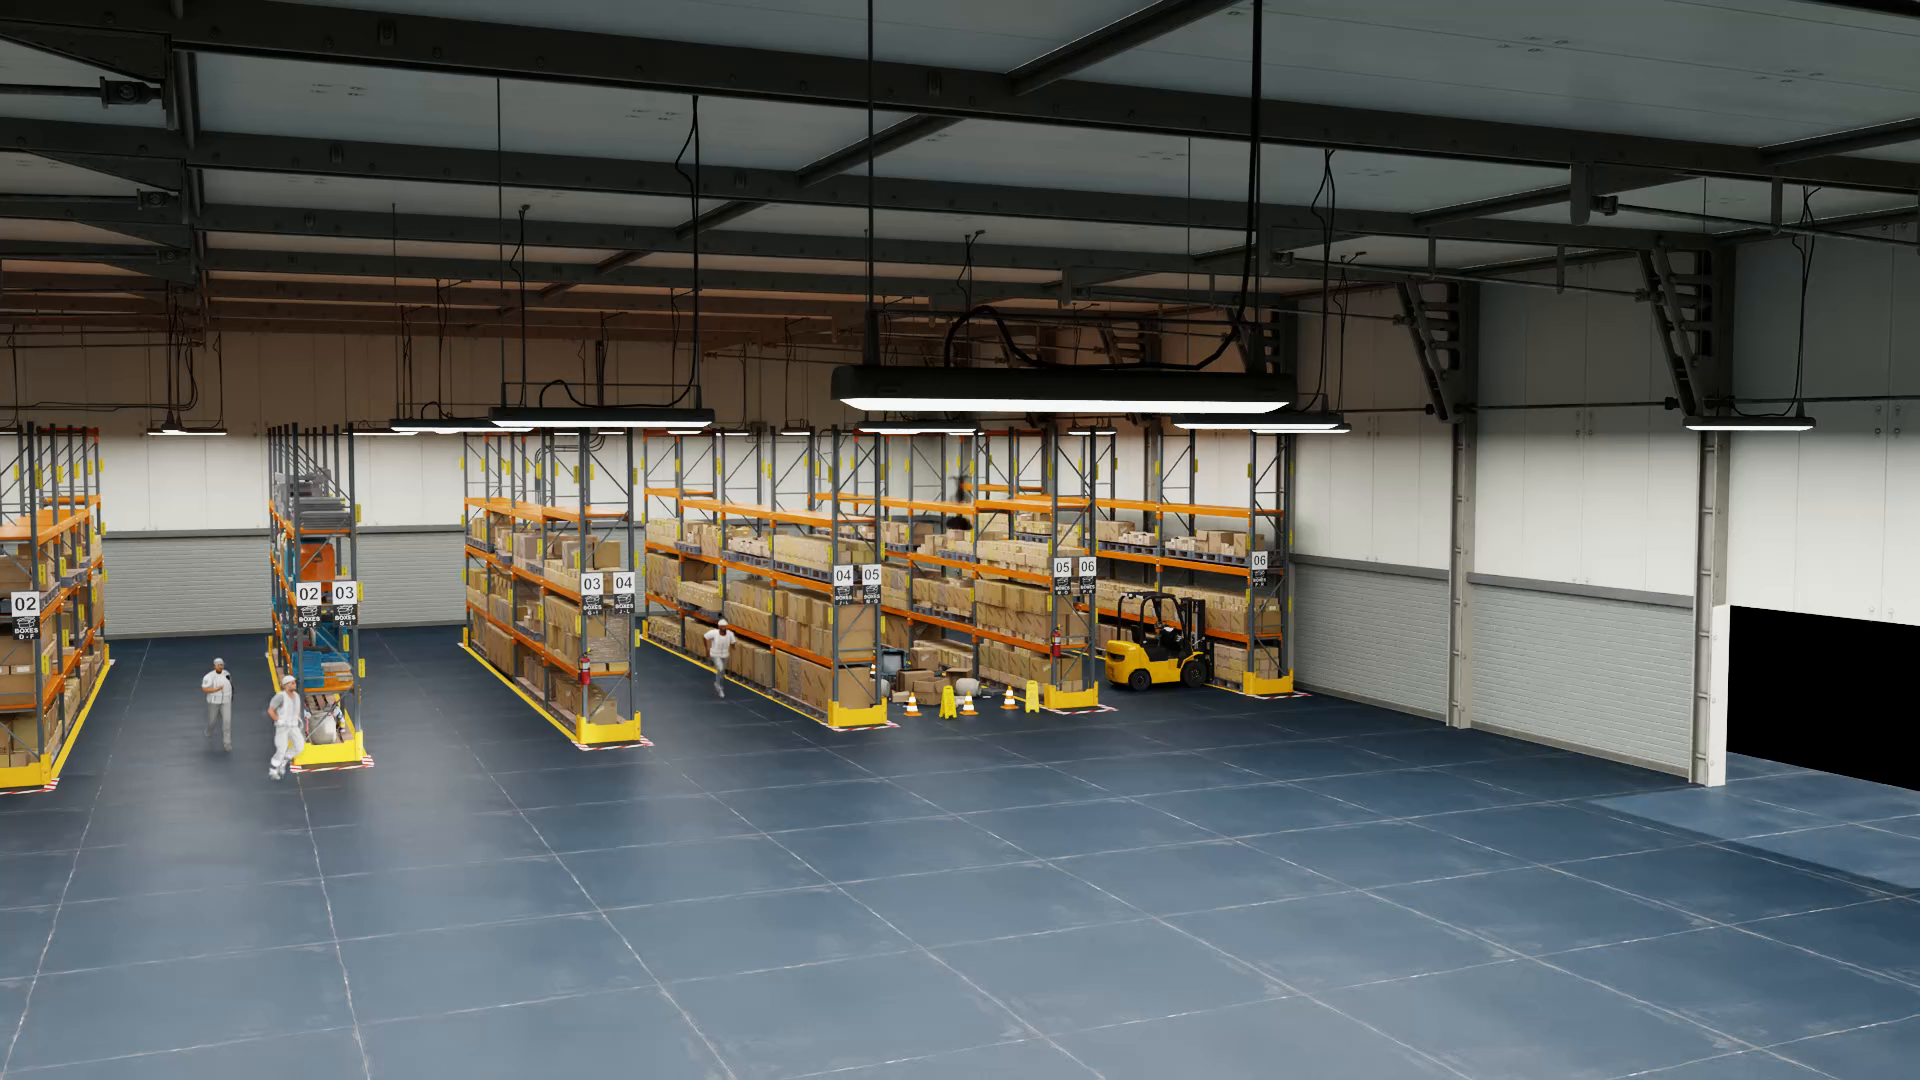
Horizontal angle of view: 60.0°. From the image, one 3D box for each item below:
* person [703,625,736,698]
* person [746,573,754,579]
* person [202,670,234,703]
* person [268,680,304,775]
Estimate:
[{"bbox_3d":[-5.358,2.632,37.068,0.713,1.715,0.909,-2,4,-28],"label":"person"},{"bbox_3d":[-6.361,1.386,50.101,0.629,0.812,0.564,-2,4,-27],"label":"person"},{"bbox_3d":[-13.640,2.680,30.550,0.569,0.606,0.426,-3,5,-42],"label":"person"},{"bbox_3d":[-11.291,3.135,28.016,0.526,1.605,0.717,2,4,29],"label":"person"}]
